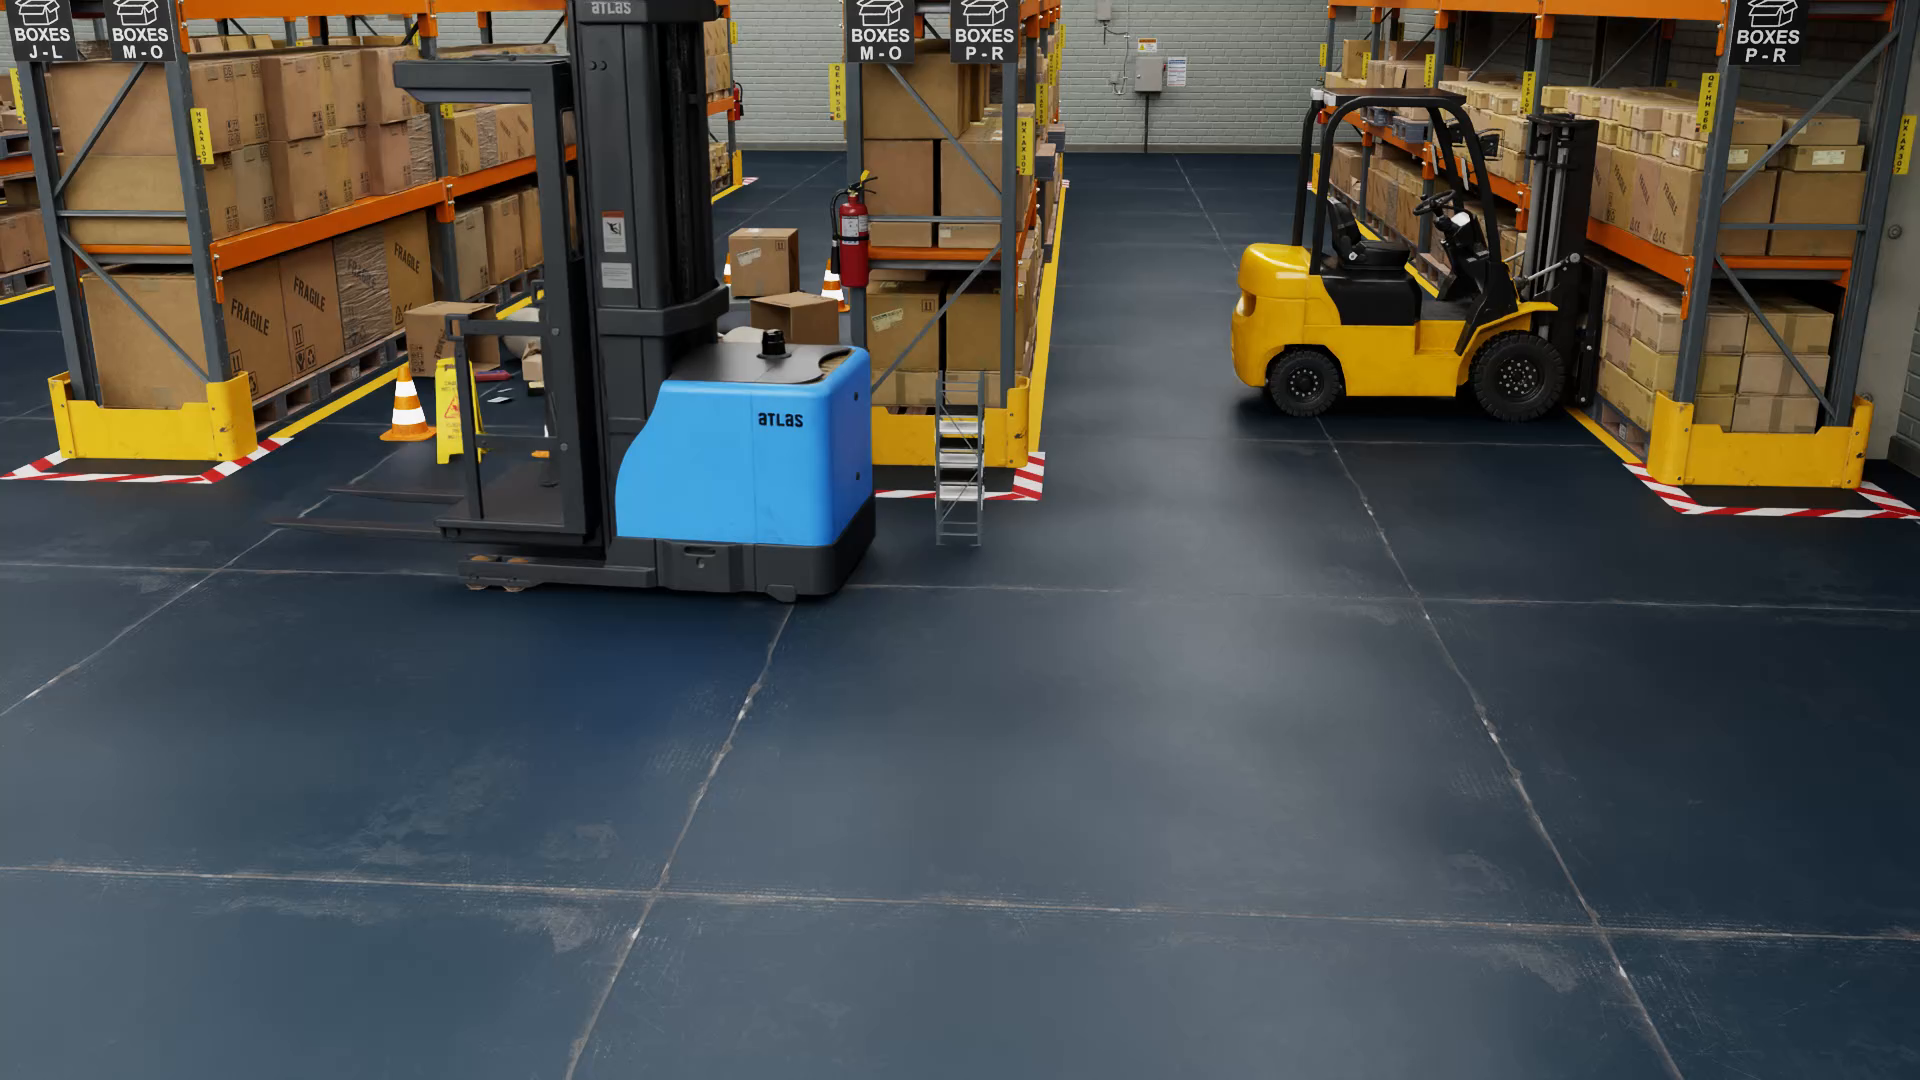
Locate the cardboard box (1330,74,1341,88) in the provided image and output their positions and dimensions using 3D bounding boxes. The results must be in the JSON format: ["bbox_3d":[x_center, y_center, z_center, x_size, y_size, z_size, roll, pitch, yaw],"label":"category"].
[{"bbox_3d":[5.597,-6.551,23.862,0.500,0.250,0.500,1,18,5],"label":"cardboard box"}]

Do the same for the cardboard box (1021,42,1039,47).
[{"bbox_3d":[0.689,-5.068,17.806,0.500,0.500,0.500,1,18,2],"label":"cardboard box"}]

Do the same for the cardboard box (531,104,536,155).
[{"bbox_3d":[-4.373,-4.068,16.360,0.500,0.500,0.500,1,18,3],"label":"cardboard box"}]

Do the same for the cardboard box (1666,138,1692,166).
[{"bbox_3d":[4.521,-2.353,10.084,0.380,0.149,0.250,2,18,5],"label":"cardboard box"}]

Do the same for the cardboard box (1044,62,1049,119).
[{"bbox_3d":[0.593,-4.321,15.980,0.500,0.500,0.500,0,18,0],"label":"cardboard box"}]

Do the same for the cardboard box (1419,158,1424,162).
[{"bbox_3d":[5.895,-4.648,20.588,0.380,0.149,0.250,1,18,4],"label":"cardboard box"}]

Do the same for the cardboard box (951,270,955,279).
[{"bbox_3d":[-0.290,-1.736,11.939,0.500,0.500,0.500,1,18,3],"label":"cardboard box"}]

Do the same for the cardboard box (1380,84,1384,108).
[{"bbox_3d":[5.165,-5.243,19.648,0.396,0.266,0.258,2,18,7],"label":"cardboard box"}]

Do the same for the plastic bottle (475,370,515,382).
[{"bbox_3d":[-3.531,-1.247,12.630,0.283,0.061,0.133,-5,19,-15],"label":"plastic bottle"}]

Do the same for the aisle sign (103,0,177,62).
[{"bbox_3d":[-4.814,-3.199,9.693,0.394,0.787,0.004,1,18,4],"label":"aisle sign"}]

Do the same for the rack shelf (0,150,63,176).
[{"bbox_3d":[-9.618,-3.656,16.418,1.077,0.370,4.000,1,18,4],"label":"rack shelf"}]

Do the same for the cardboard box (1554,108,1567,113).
[{"bbox_3d":[4.772,-3.228,12.754,0.380,0.149,0.250,2,18,5],"label":"cardboard box"}]

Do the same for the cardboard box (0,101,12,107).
[{"bbox_3d":[-9.825,-4.232,16.586,0.500,0.250,0.500,1,18,2],"label":"cardboard box"}]

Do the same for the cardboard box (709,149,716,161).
[{"bbox_3d":[-3.759,-5.595,24.129,0.380,0.149,0.250,2,18,6],"label":"cardboard box"}]

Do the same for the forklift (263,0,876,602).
[{"bbox_3d":[-2.008,-1.295,8.167,3.031,2.935,1.130,3,18,9],"label":"forklift"}]

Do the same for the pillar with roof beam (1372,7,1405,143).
[{"bbox_3d":[2.733,-10.537,26.628,9.100,9.000,0.400,1,18,4],"label":"pillar with roof beam"}]

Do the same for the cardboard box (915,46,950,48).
[{"bbox_3d":[-0.367,-3.058,11.195,0.700,0.500,0.500,1,18,3],"label":"cardboard box"}]

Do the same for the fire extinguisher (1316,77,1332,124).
[{"bbox_3d":[5.484,-6.615,25.015,0.296,0.674,0.183,1,18,4],"label":"fire extinguisher"}]

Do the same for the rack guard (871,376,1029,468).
[{"bbox_3d":[-0.159,-0.749,10.405,1.175,0.500,0.348,1,18,4],"label":"rack guard"}]

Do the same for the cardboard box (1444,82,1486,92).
[{"bbox_3d":[5.026,-4.468,16.540,0.380,0.149,0.250,2,18,5],"label":"cardboard box"}]

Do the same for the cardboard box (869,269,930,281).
[{"bbox_3d":[-0.407,-1.841,11.218,0.380,0.149,0.250,2,18,6],"label":"cardboard box"}]

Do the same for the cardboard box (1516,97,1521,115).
[{"bbox_3d":[4.947,-3.668,14.097,0.380,0.149,0.250,1,18,4],"label":"cardboard box"}]

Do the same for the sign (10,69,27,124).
[{"bbox_3d":[-5.649,-2.671,10.018,0.100,0.325,0.005,1,18,4],"label":"sign"}]

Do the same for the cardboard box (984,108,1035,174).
[{"bbox_3d":[0.309,-3.040,12.747,0.500,0.500,0.500,2,18,6],"label":"cardboard box"}]

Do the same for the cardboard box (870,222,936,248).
[{"bbox_3d":[-0.351,-1.914,10.352,0.380,0.149,0.250,2,18,6],"label":"cardboard box"}]

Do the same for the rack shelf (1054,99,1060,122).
[{"bbox_3d":[0.840,-5.919,23.325,1.077,0.370,4.000,1,18,4],"label":"rack shelf"}]

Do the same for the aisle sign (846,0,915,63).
[{"bbox_3d":[-0.458,-3.135,9.500,0.394,0.787,0.004,1,18,4],"label":"aisle sign"}]

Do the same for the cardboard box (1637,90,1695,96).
[{"bbox_3d":[5.287,-3.277,12.427,0.380,0.149,0.250,1,18,3],"label":"cardboard box"}]

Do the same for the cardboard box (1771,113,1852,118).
[{"bbox_3d":[5.106,-2.481,9.998,0.380,0.149,0.250,2,18,6],"label":"cardboard box"}]

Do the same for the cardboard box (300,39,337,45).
[{"bbox_3d":[-8.856,-6.583,22.756,0.500,0.500,0.500,1,18,4],"label":"cardboard box"}]

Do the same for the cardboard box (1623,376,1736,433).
[{"bbox_3d":[4.506,-0.849,10.439,0.500,0.250,0.500,1,18,4],"label":"cardboard box"}]

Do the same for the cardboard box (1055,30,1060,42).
[{"bbox_3d":[1.178,-7.087,23.967,0.500,0.500,0.500,1,18,4],"label":"cardboard box"}]

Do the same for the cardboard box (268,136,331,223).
[{"bbox_3d":[-4.944,-2.522,11.561,0.875,0.550,0.550,1,18,4],"label":"cardboard box"}]

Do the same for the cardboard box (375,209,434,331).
[{"bbox_3d":[-4.937,-2.230,13.650,0.875,0.875,0.875,2,18,5],"label":"cardboard box"}]

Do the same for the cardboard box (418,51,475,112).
[{"bbox_3d":[-4.757,-4.071,14.764,0.700,0.500,0.500,1,18,3],"label":"cardboard box"}]

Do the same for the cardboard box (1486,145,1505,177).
[{"bbox_3d":[4.880,-3.293,14.396,0.500,0.250,0.500,1,18,4],"label":"cardboard box"}]

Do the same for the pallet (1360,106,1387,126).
[{"bbox_3d":[5.481,-5.193,20.263,1.003,0.211,1.213,1,18,4],"label":"pallet"}]

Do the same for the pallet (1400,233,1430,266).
[{"bbox_3d":[5.452,-3.194,18.331,1.003,0.211,1.213,1,18,4],"label":"pallet"}]

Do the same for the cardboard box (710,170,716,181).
[{"bbox_3d":[-3.774,-5.318,24.240,0.380,0.149,0.250,0,18,1],"label":"cardboard box"}]

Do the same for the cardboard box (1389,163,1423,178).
[{"bbox_3d":[5.345,-4.415,19.877,0.380,0.149,0.250,1,18,4],"label":"cardboard box"}]

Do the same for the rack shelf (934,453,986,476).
[{"bbox_3d":[0.001,-0.398,8.801,0.258,0.077,0.200,1,18,4],"label":"rack shelf"}]

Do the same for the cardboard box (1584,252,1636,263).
[{"bbox_3d":[4.655,-1.957,12.214,0.500,0.250,0.500,2,18,6],"label":"cardboard box"}]

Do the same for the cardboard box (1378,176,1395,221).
[{"bbox_3d":[5.320,-4.076,19.886,0.500,0.500,0.500,1,18,2],"label":"cardboard box"}]

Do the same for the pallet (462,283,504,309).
[{"bbox_3d":[-4.842,-2.151,15.147,1.003,0.211,1.213,1,18,4],"label":"pallet"}]

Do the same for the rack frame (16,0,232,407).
[{"bbox_3d":[-5.109,-1.992,10.185,1.000,3.000,0.127,1,18,4],"label":"rack frame"}]

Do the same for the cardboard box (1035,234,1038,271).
[{"bbox_3d":[0.254,-2.708,15.917,0.950,0.372,0.625,2,18,6],"label":"cardboard box"}]

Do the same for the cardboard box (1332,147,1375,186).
[{"bbox_3d":[5.696,-5.332,23.717,0.700,0.500,0.500,2,18,6],"label":"cardboard box"}]

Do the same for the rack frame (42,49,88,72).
[{"bbox_3d":[-9.475,-4.619,18.201,1.000,3.000,0.127,1,18,4],"label":"rack frame"}]

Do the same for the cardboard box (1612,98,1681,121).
[{"bbox_3d":[4.742,-2.971,11.492,0.380,0.149,0.250,1,18,4],"label":"cardboard box"}]

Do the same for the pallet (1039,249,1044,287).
[{"bbox_3d":[0.352,-2.830,17.220,1.003,0.211,1.213,1,18,4],"label":"pallet"}]

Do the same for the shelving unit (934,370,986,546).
[{"bbox_3d":[0.001,-0.430,8.791,0.258,0.900,0.210,1,18,4],"label":"shelving unit"}]

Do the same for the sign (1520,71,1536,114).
[{"bbox_3d":[4.532,-3.567,13.260,0.100,0.325,0.005,1,18,4],"label":"sign"}]

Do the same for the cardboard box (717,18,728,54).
[{"bbox_3d":[-3.746,-7.478,24.682,0.500,0.500,0.500,1,18,3],"label":"cardboard box"}]
